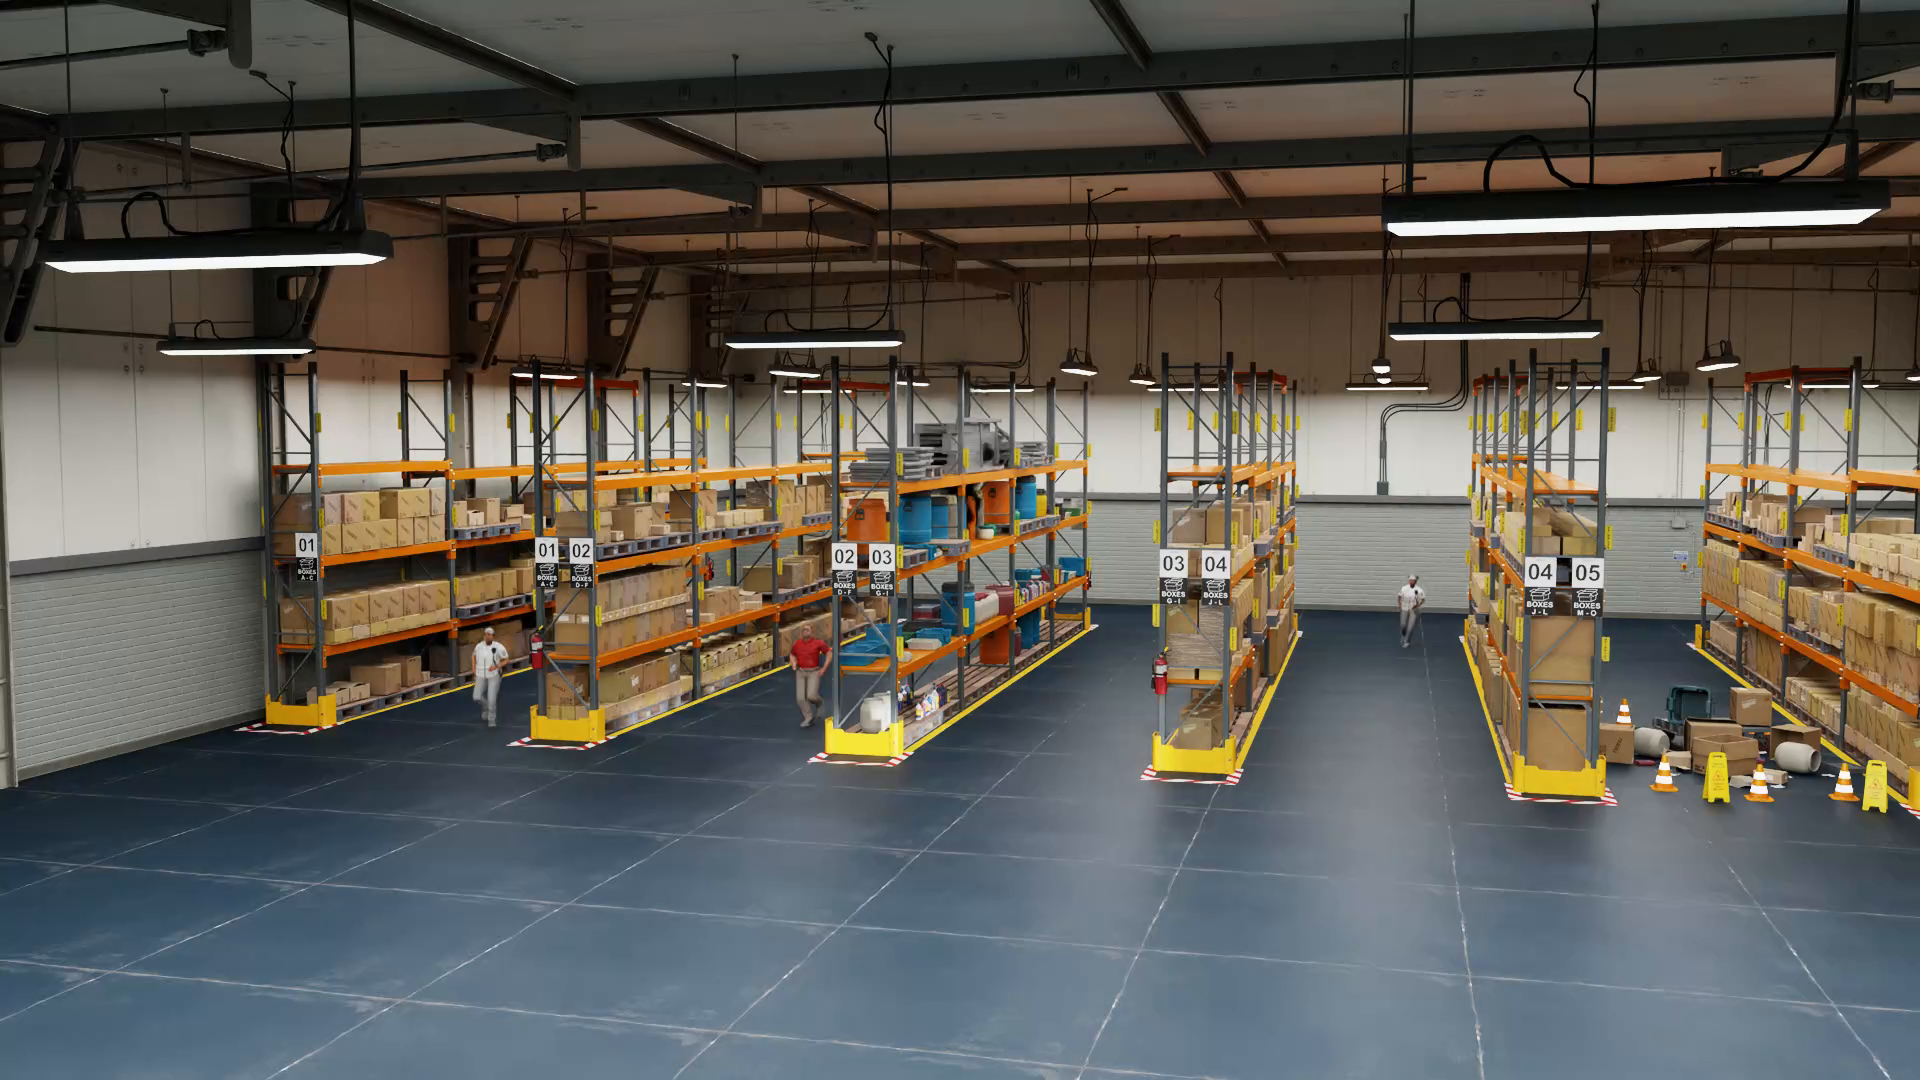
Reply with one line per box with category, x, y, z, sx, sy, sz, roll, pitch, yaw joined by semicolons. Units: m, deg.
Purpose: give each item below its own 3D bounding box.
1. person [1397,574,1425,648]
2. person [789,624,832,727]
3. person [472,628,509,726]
person;10.037;1.576;37.042;0.613;1.655;0.497;2;4;22
person;-2.501;2.234;27.471;0.719;1.687;0.578;1;4;16
person;-7.779;2.261;27.415;0.667;1.627;0.506;0;4;4
